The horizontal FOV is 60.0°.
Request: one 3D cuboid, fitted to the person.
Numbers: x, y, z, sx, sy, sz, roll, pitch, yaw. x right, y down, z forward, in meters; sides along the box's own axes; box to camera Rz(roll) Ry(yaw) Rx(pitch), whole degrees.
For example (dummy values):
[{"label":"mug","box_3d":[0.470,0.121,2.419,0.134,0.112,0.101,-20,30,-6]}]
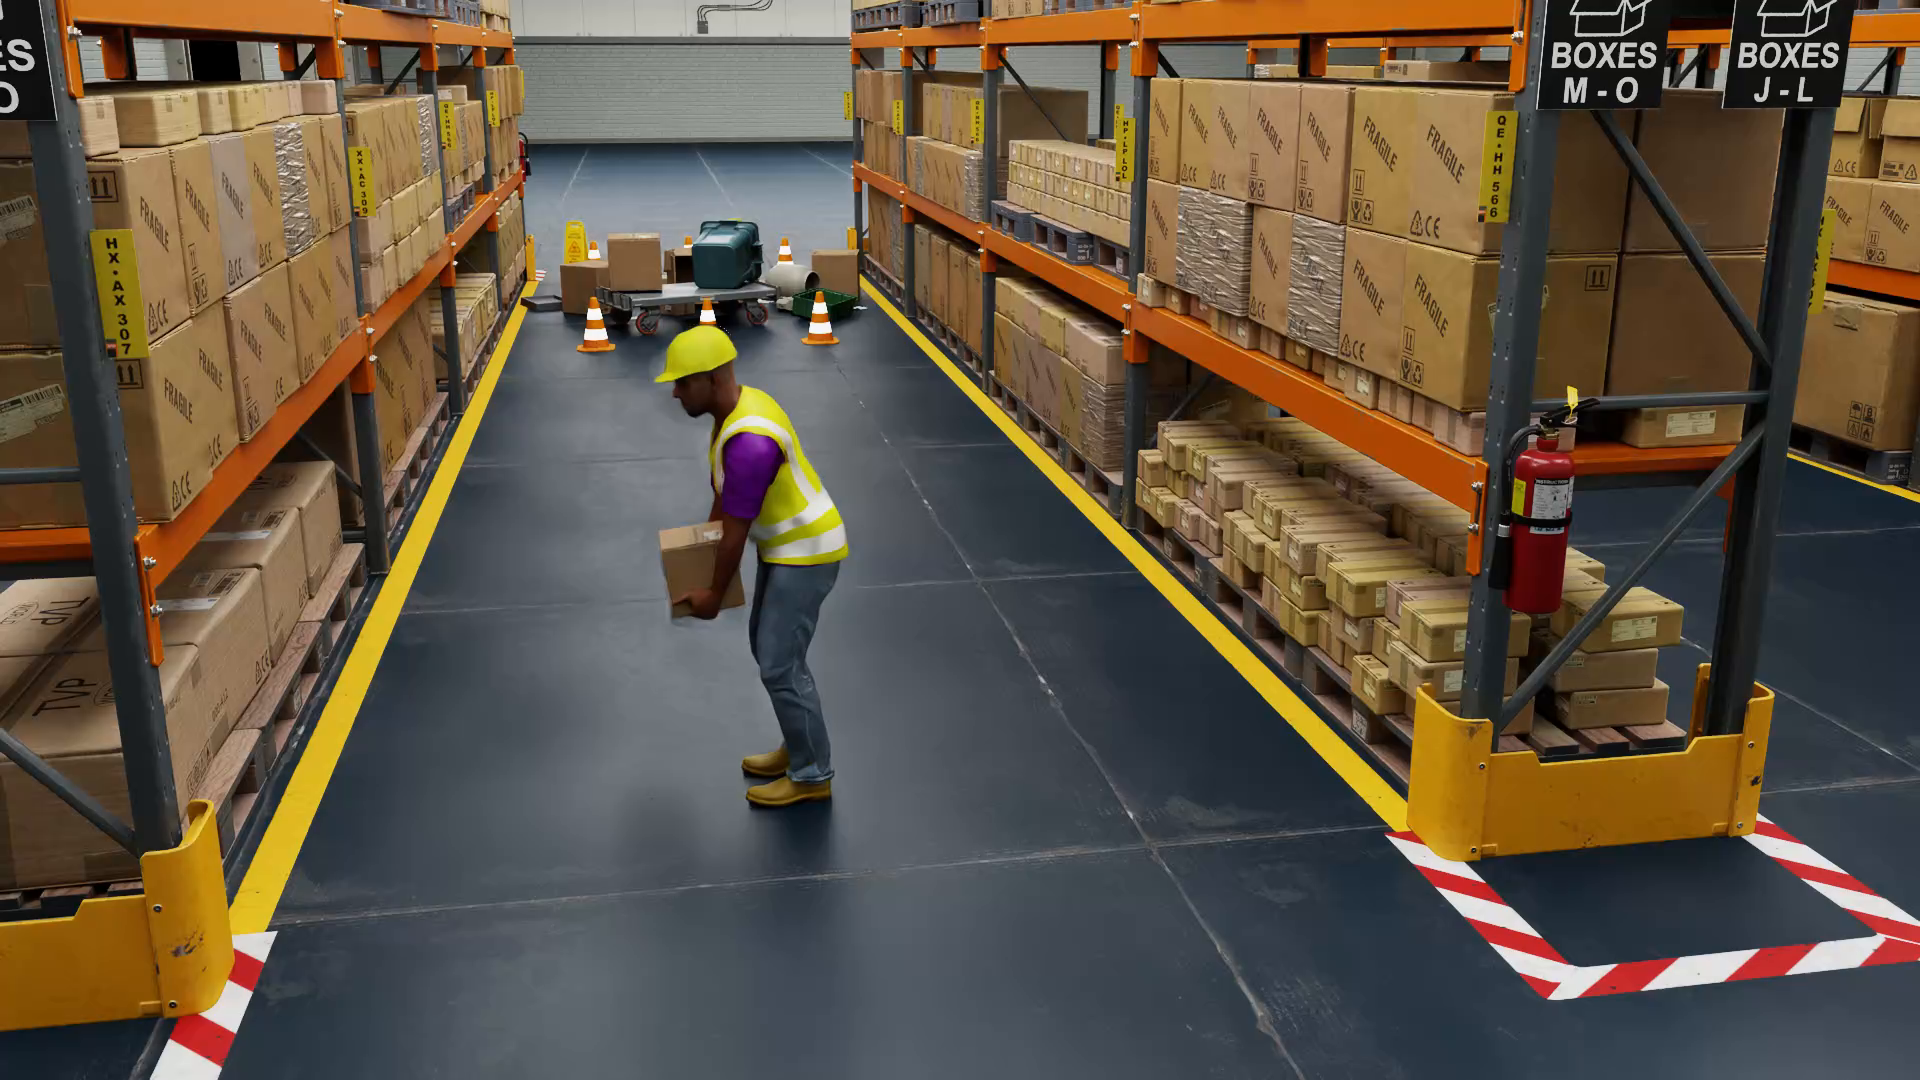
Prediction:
[{"label":"person","box_3d":[-0.711,0.089,5.813,0.636,1.693,0.488,-3,17,-11]}]
